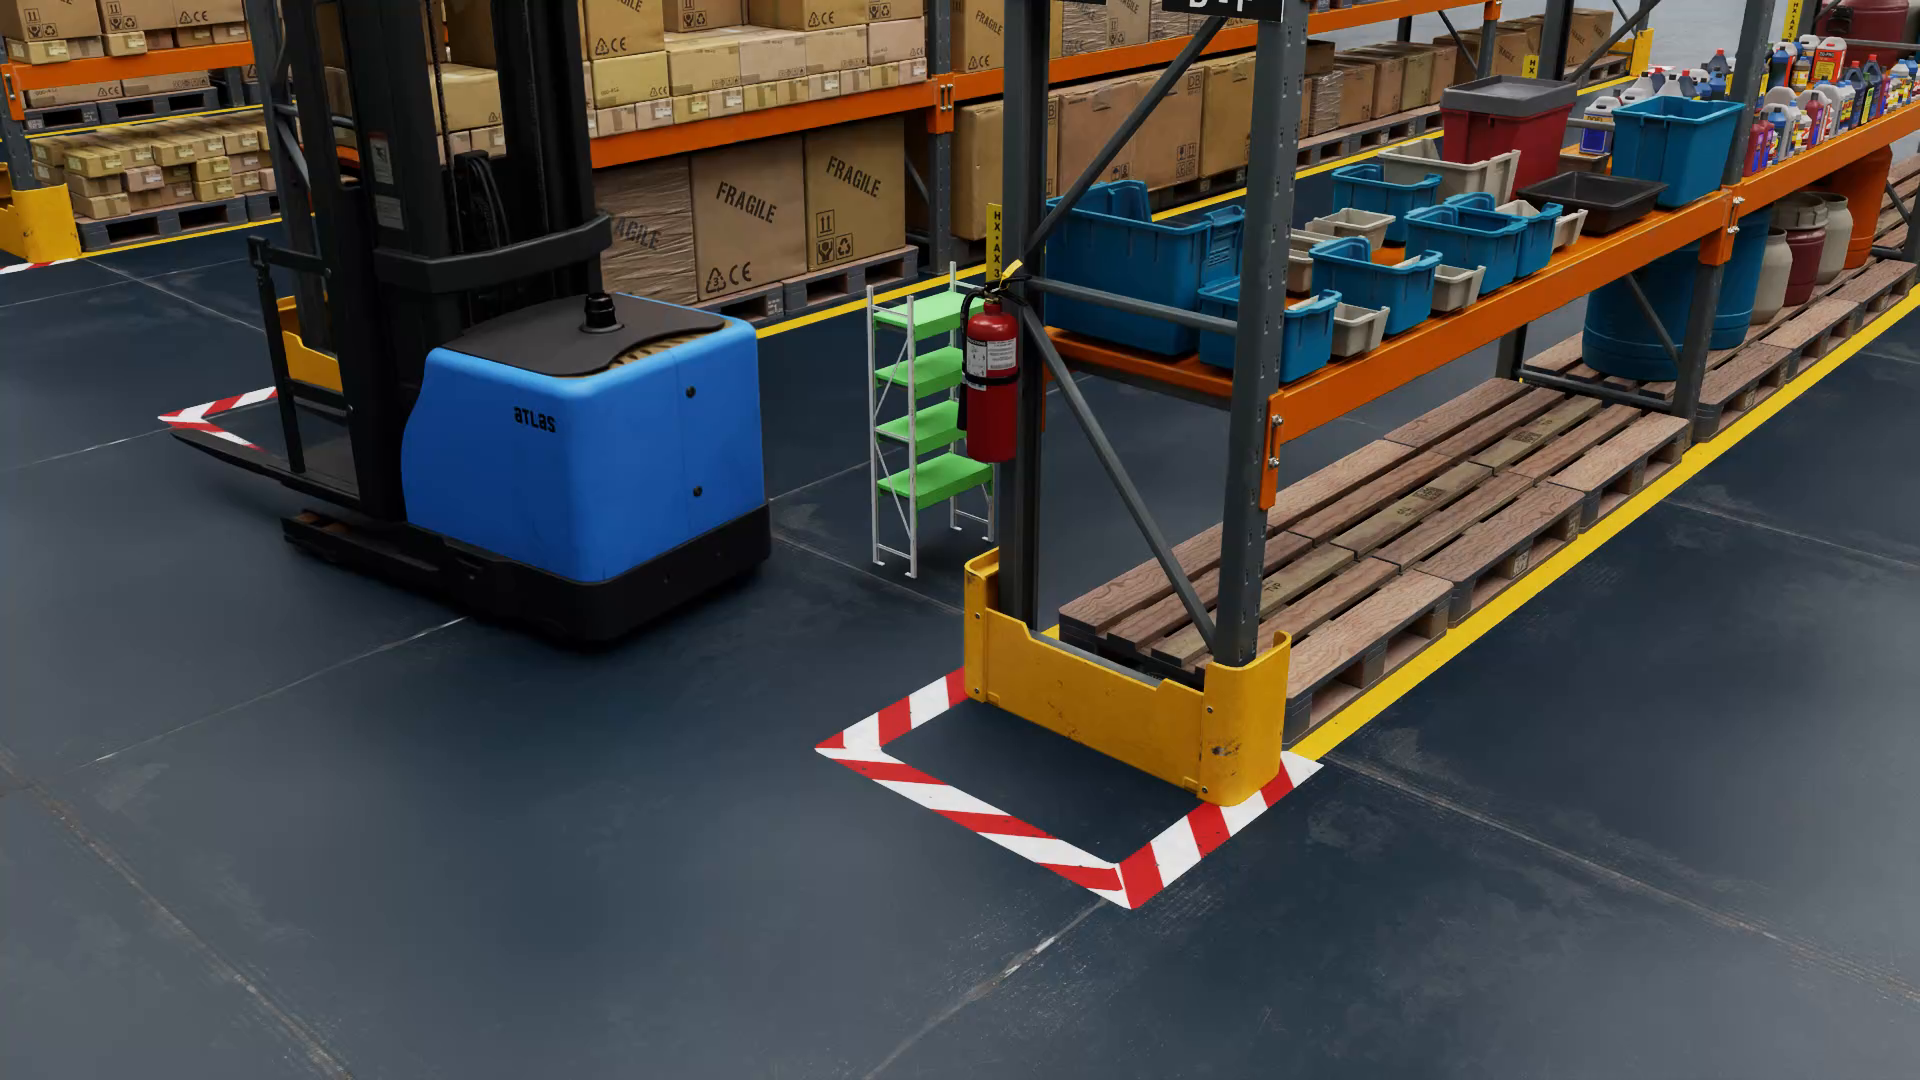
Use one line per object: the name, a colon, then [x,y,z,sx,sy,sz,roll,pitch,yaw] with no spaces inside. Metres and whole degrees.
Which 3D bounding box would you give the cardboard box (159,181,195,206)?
cardboard box: [-5.906,-2.603,12.361,0.380,0.149,0.250,21,31,38]

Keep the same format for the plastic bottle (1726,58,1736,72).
plastic bottle: [4.430,-2.638,9.618,0.152,0.276,0.135,20,31,38]

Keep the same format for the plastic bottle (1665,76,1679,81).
plastic bottle: [3.818,-2.358,8.995,0.152,0.276,0.135,20,31,38]

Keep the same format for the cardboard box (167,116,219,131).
cardboard box: [-5.958,-3.186,12.935,0.380,0.149,0.250,22,32,39]

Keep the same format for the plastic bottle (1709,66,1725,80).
plastic bottle: [4.254,-2.535,9.394,0.097,0.271,0.097,0,24,0]

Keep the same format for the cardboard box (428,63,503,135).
cardboard box: [-2.621,-2.215,8.344,0.500,0.250,0.500,19,30,36]

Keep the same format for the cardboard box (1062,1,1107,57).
cardboard box: [0.690,-3.717,11.753,0.500,0.500,0.500,19,31,36]

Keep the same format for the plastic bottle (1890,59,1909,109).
plastic bottle: [5.428,-2.643,9.635,0.097,0.271,0.097,0,24,0]

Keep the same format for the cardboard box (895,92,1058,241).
cardboard box: [-0.061,-2.717,11.727,1.225,0.875,0.875,20,31,38]

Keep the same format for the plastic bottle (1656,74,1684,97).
plastic bottle: [3.693,-2.249,8.661,0.144,0.351,0.185,20,31,38]

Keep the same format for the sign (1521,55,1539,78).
sign: [2.807,-2.219,8.194,0.100,0.325,0.005,20,31,38]

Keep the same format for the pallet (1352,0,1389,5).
pallet: [3.487,-5.040,15.058,1.003,0.211,1.213,20,31,38]

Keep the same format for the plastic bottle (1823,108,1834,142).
plastic bottle: [4.524,-2.198,8.729,0.097,0.201,0.097,0,24,0]

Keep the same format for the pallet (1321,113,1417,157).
pallet: [3.534,-3.848,15.575,1.003,0.211,1.213,20,31,38]

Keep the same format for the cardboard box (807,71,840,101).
cardboard box: [-0.947,-2.762,10.051,0.380,0.149,0.250,21,31,38]

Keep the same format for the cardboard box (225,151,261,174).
cardboard box: [-5.547,-2.899,12.656,0.380,0.149,0.250,18,30,35]

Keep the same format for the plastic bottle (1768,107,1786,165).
plastic bottle: [3.995,-1.989,8.176,0.097,0.271,0.097,0,24,0]

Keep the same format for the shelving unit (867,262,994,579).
shelving unit: [-0.110,-0.497,6.892,0.258,1.200,0.503,20,31,38]

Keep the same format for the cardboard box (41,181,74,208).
cardboard box: [-6.573,-2.569,12.284,0.380,0.149,0.250,21,31,38]

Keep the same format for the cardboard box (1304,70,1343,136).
cardboard box: [2.990,-3.955,14.922,0.700,0.500,0.500,17,29,33]

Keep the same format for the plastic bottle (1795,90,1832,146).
plastic bottle: [4.426,-2.204,8.652,0.152,0.276,0.135,20,31,38]

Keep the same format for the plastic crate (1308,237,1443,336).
plastic crate: [1.395,-0.860,5.633,0.416,0.233,0.300,20,31,38]

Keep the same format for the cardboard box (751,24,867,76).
cardboard box: [-0.916,-2.997,10.088,0.500,0.250,0.500,21,32,39]

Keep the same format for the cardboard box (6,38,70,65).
cardboard box: [-6.308,-3.355,11.374,0.380,0.149,0.250,20,31,37]

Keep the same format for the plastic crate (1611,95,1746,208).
plastic crate: [3.158,-1.727,7.380,0.392,0.384,0.575,20,31,38]

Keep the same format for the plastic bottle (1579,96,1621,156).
plastic bottle: [3.238,-2.094,8.404,0.152,0.276,0.135,20,31,38]

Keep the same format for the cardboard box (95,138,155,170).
cardboard box: [-6.072,-2.807,12.087,0.380,0.149,0.250,21,31,38]

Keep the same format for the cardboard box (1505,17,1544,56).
cardboard box: [6.301,-5.439,18.255,0.500,0.500,0.500,-21,31,-38]

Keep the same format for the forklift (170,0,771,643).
forklift: [-2.290,-1.402,6.794,3.031,2.935,1.130,16,29,31]

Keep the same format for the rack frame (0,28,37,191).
rack frame: [-6.769,-3.461,11.302,1.000,3.000,0.127,20,31,38]

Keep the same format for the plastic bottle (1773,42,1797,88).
plastic bottle: [5.047,-2.919,10.246,0.152,0.276,0.135,20,31,38]

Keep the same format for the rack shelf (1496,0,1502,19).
rack shelf: [6.201,-6.013,17.873,1.077,0.370,4.000,20,31,38]

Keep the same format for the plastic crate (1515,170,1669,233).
plastic crate: [2.669,-1.429,7.034,0.437,0.125,0.590,20,31,38]

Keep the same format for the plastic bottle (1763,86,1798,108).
plastic bottle: [4.313,-2.246,8.744,0.152,0.276,0.135,20,31,38]

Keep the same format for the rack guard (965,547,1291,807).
rack guard: [0.540,0.428,5.684,1.175,0.500,0.348,20,31,38]

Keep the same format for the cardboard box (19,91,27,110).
cardboard box: [-9.552,-4.313,15.822,0.875,0.438,0.875,21,32,39]

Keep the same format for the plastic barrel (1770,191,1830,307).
plastic barrel: [4.818,-1.754,9.930,0.600,0.588,0.708,20,31,38]

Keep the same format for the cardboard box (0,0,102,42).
cardboard box: [-6.263,-3.703,11.357,0.500,0.500,0.500,22,32,40]

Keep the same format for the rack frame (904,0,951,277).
rack frame: [-0.473,-3.294,10.931,1.000,3.000,0.127,20,31,38]

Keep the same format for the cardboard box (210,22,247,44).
cardboard box: [-5.494,-3.771,12.302,0.380,0.149,0.250,19,31,37]

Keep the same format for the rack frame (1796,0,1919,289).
rack frame: [5.885,-3.160,10.633,1.000,3.000,0.127,20,31,38]

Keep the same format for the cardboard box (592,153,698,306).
cardboard box: [-2.168,-1.792,9.663,0.875,0.875,0.875,20,31,38]

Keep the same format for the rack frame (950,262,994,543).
rack frame: [0.052,-0.571,7.058,0.240,1.200,0.015,20,31,38]

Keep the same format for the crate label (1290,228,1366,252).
crate label: [1.327,-1.104,6.295,0.396,0.136,0.243,20,31,38]

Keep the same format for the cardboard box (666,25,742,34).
cardboard box: [-1.659,-2.980,10.051,0.500,0.250,0.500,21,32,39]

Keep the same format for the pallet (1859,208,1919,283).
pallet: [6.431,-2.114,11.706,1.003,0.211,1.213,20,31,38]

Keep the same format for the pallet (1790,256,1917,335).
pallet: [5.390,-1.637,10.642,1.003,0.211,1.213,20,31,38]

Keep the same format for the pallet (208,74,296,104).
pallet: [-7.394,-4.983,18.107,1.003,0.211,1.213,20,31,38]

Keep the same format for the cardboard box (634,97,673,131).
cardboard box: [-1.803,-2.371,9.180,0.380,0.149,0.250,20,31,37]

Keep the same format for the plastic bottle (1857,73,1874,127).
plastic bottle: [4.958,-2.422,9.129,0.061,0.283,0.133,20,31,38]

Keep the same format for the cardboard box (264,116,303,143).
cardboard box: [-5.206,-3.199,12.962,0.380,0.149,0.250,20,31,38]

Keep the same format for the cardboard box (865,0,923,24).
cardboard box: [-0.581,-3.491,10.272,0.500,0.500,0.500,21,32,39]

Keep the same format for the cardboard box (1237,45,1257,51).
cardboard box: [2.622,-4.128,14.390,0.500,0.250,0.500,22,32,40]

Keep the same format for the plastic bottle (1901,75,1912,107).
plastic bottle: [5.493,-2.641,9.716,0.097,0.201,0.097,0,24,0]
